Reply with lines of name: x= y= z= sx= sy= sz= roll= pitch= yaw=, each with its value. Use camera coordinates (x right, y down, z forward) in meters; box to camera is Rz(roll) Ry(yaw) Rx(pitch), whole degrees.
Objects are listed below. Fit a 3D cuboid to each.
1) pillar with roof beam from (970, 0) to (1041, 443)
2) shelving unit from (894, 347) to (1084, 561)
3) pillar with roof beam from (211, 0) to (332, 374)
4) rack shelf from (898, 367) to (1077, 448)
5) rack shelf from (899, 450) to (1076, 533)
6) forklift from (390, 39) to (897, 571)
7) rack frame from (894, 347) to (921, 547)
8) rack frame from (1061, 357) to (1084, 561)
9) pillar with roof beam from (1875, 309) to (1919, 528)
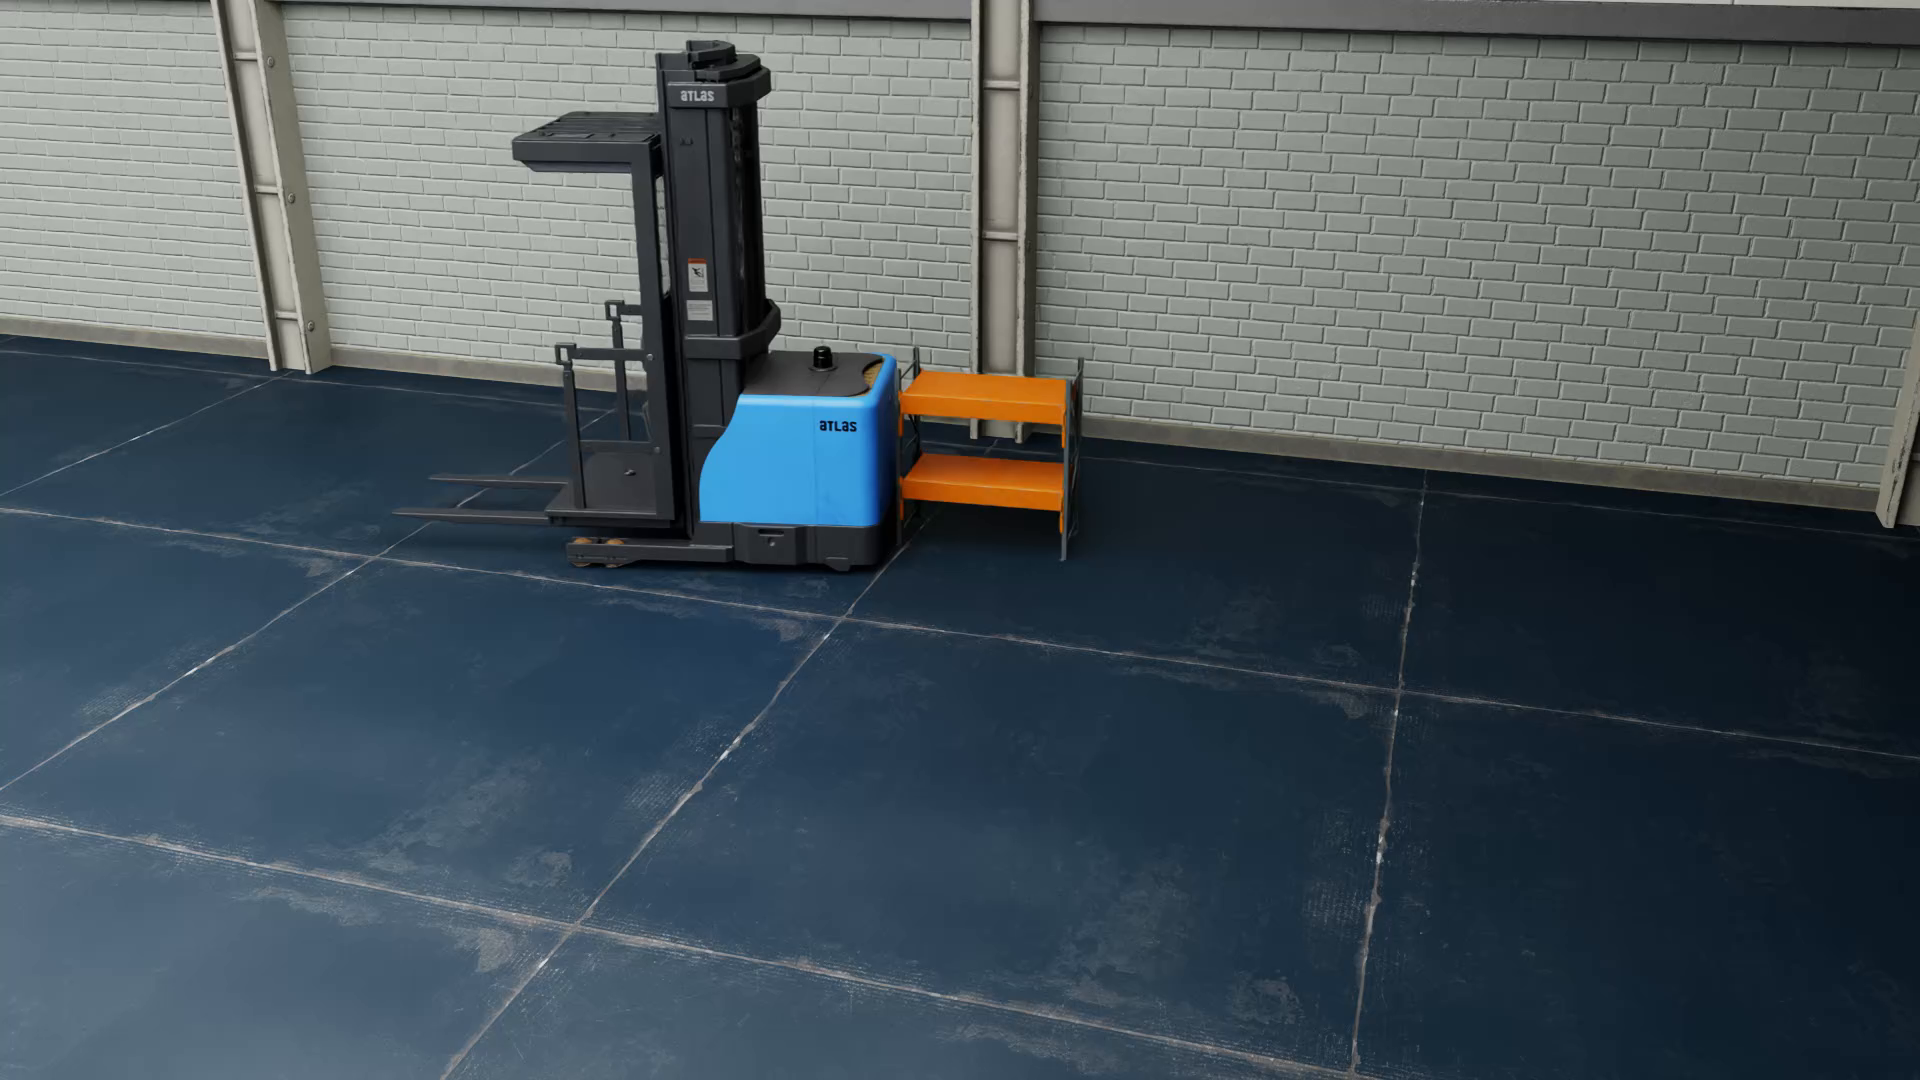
pillar with roof beam: x=-0.937 y=-3.372 z=6.632 sx=0.400 sy=9.000 sz=9.100 roll=7 pitch=23 yaw=16
shelving unit: x=0.179 y=-0.530 z=10.080 sx=1.048 sy=1.125 sz=0.538 roll=5 pitch=23 yaw=12
pillar with roof beam: x=-6.681 y=-4.029 z=8.236 sx=0.400 sy=9.000 sz=9.100 roll=7 pitch=23 yaw=16
rack shelf: x=0.179 y=-0.801 z=9.969 sx=1.000 sy=0.278 sz=0.538 roll=5 pitch=23 yaw=12
rack shelf: x=0.179 y=-0.304 z=10.173 sx=1.000 sy=0.278 sz=0.538 roll=5 pitch=23 yaw=12
forklift: x=-1.921 y=-1.388 z=9.791 sx=3.031 sy=2.935 sz=1.130 roll=2 pitch=22 yaw=5
rack frame: x=-0.317 y=-0.572 z=10.182 sx=0.032 sy=1.125 sz=0.500 roll=5 pitch=23 yaw=12
rack frame: x=0.675 y=-0.488 z=9.978 sx=0.032 sy=1.125 sz=0.500 roll=5 pitch=23 yaw=12
pillar with roof beam: x=4.807 y=-2.714 z=5.029 sx=0.400 sy=9.000 sz=9.100 roll=7 pitch=23 yaw=16
